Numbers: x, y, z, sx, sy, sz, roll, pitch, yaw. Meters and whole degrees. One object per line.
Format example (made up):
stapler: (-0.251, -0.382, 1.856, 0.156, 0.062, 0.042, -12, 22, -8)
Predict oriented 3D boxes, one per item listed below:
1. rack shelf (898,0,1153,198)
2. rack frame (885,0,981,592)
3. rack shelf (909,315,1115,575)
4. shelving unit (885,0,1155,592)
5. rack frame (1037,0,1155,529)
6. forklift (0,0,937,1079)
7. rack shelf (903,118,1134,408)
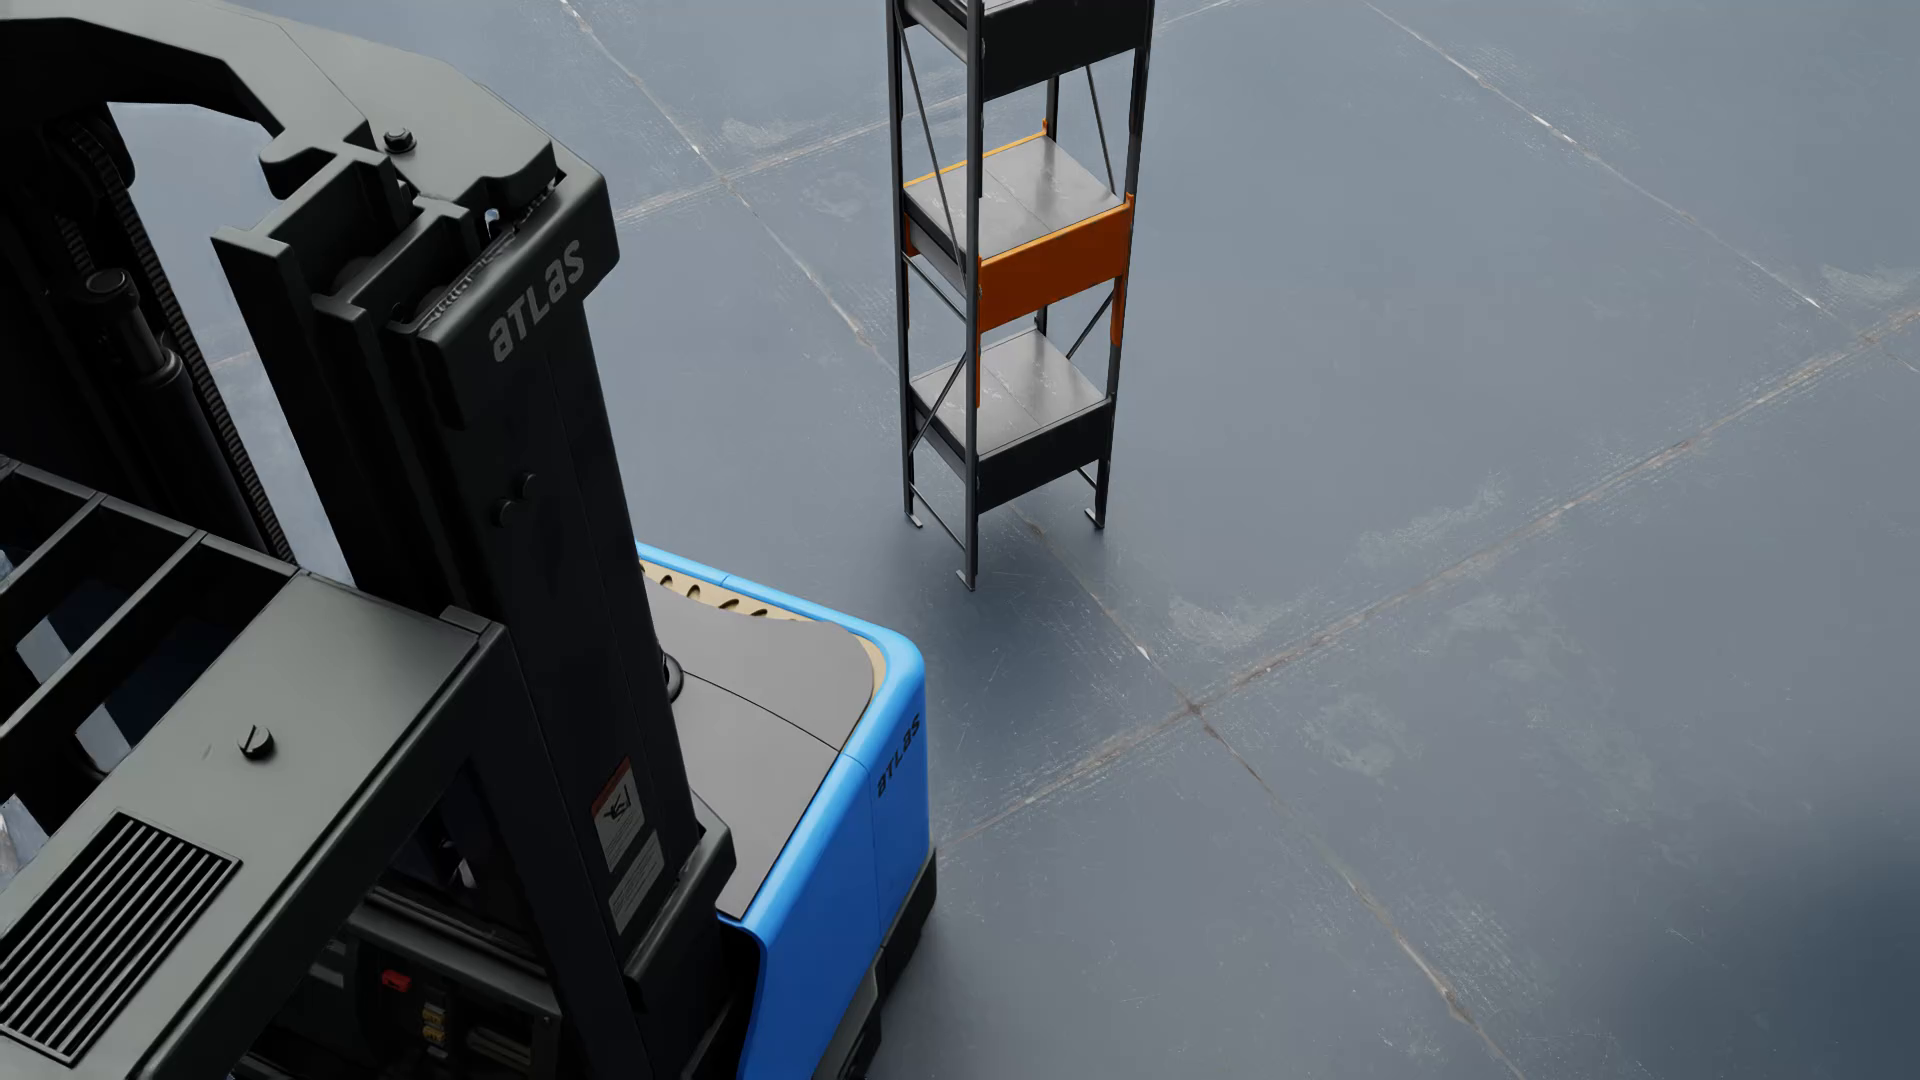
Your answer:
rack shelf: (0.140, -1.221, 4.012, 0.480, 0.518, 0.431, -25, 53, -21)
rack frame: (-0.066, -0.667, 4.438, 0.015, 2.100, 0.400, -25, 53, -21)
rack shelf: (0.140, -0.290, 5.058, 0.480, 0.518, 0.431, -25, 53, -21)
shelving unit: (0.140, -0.764, 4.525, 0.503, 2.100, 0.431, -25, 53, -21)
rack frame: (0.346, -0.861, 4.611, 0.015, 2.100, 0.400, -25, 53, -21)
forklift: (-1.118, 0.824, 2.554, 1.130, 2.935, 3.031, 18, 51, 16)
rack shelf: (0.140, -0.755, 4.535, 0.480, 0.518, 0.431, -25, 53, -21)
